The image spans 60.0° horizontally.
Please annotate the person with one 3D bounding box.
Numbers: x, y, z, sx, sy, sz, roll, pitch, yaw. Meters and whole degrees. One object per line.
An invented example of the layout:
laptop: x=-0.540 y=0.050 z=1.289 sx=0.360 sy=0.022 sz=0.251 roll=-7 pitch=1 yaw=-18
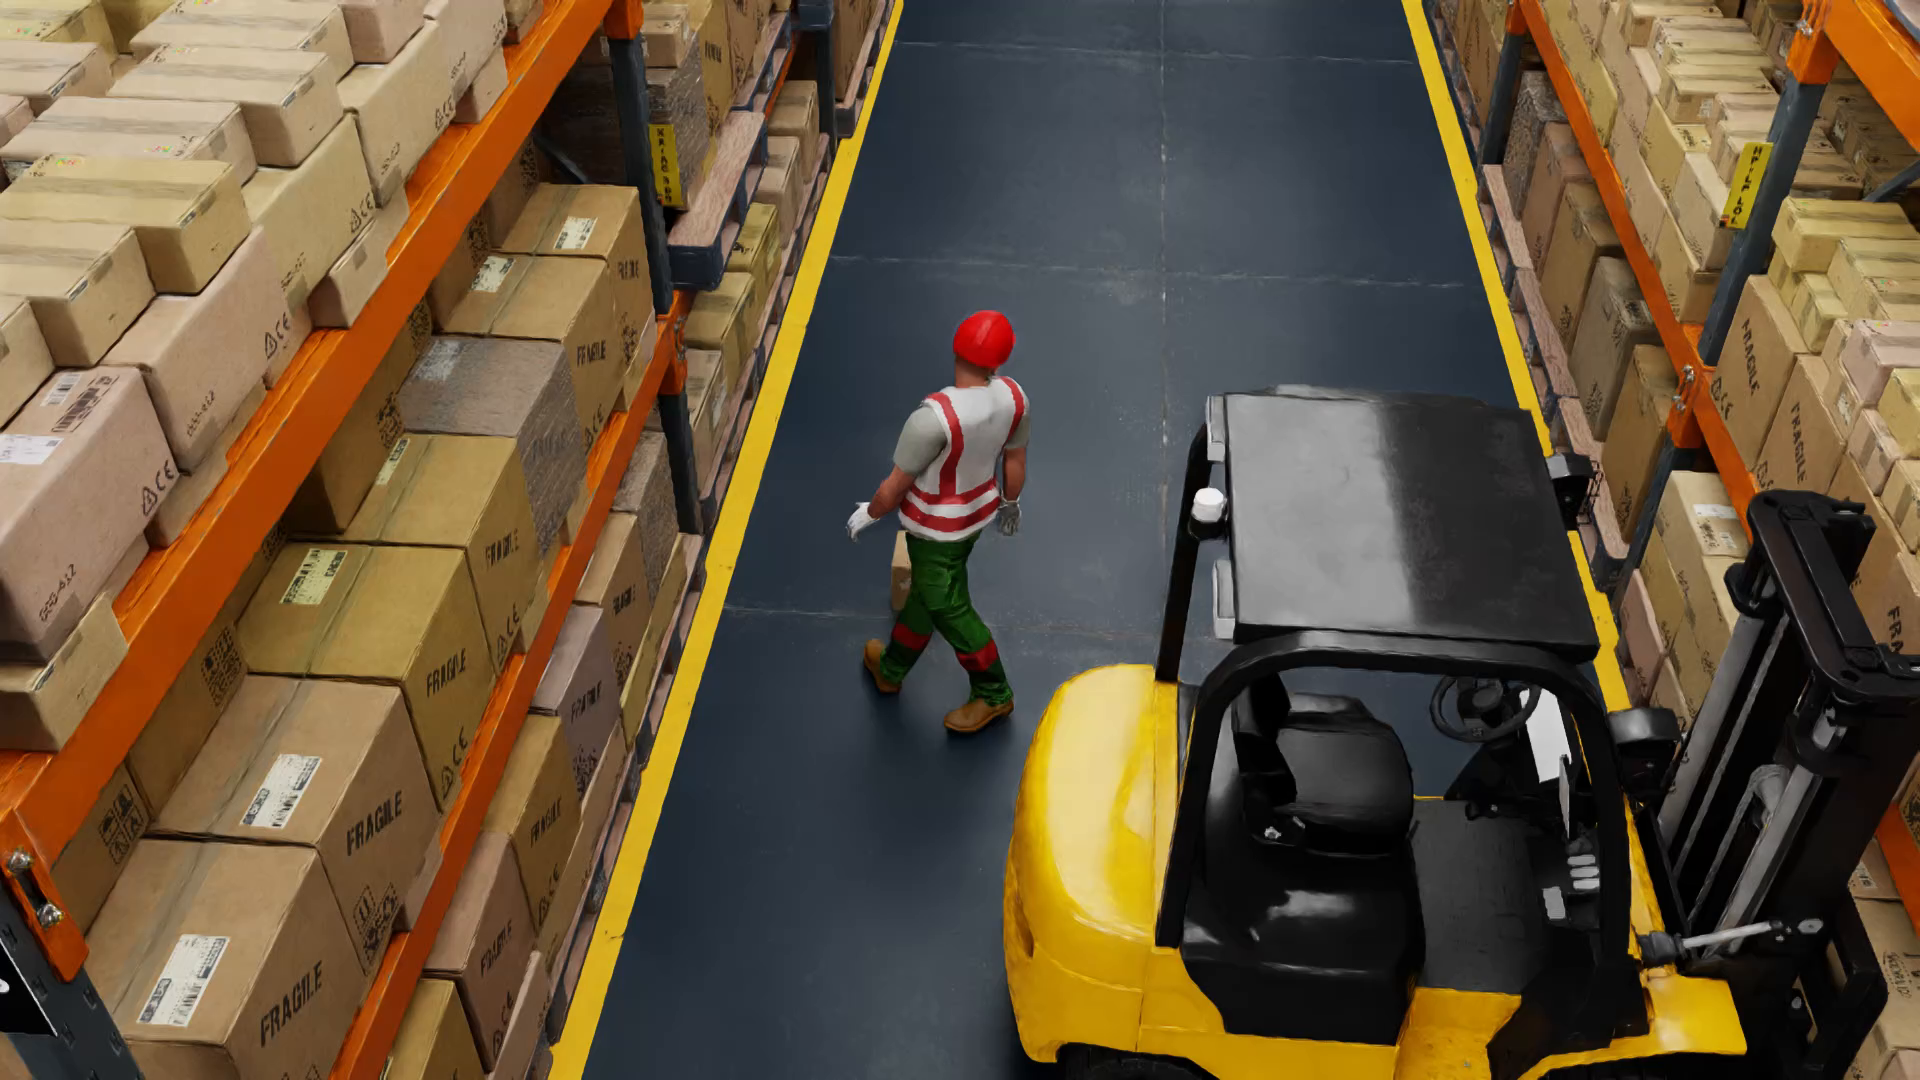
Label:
person: x=-0.074 y=-0.097 z=6.273 sx=0.720 sy=1.744 sz=0.595 roll=26 pitch=46 yaw=28
